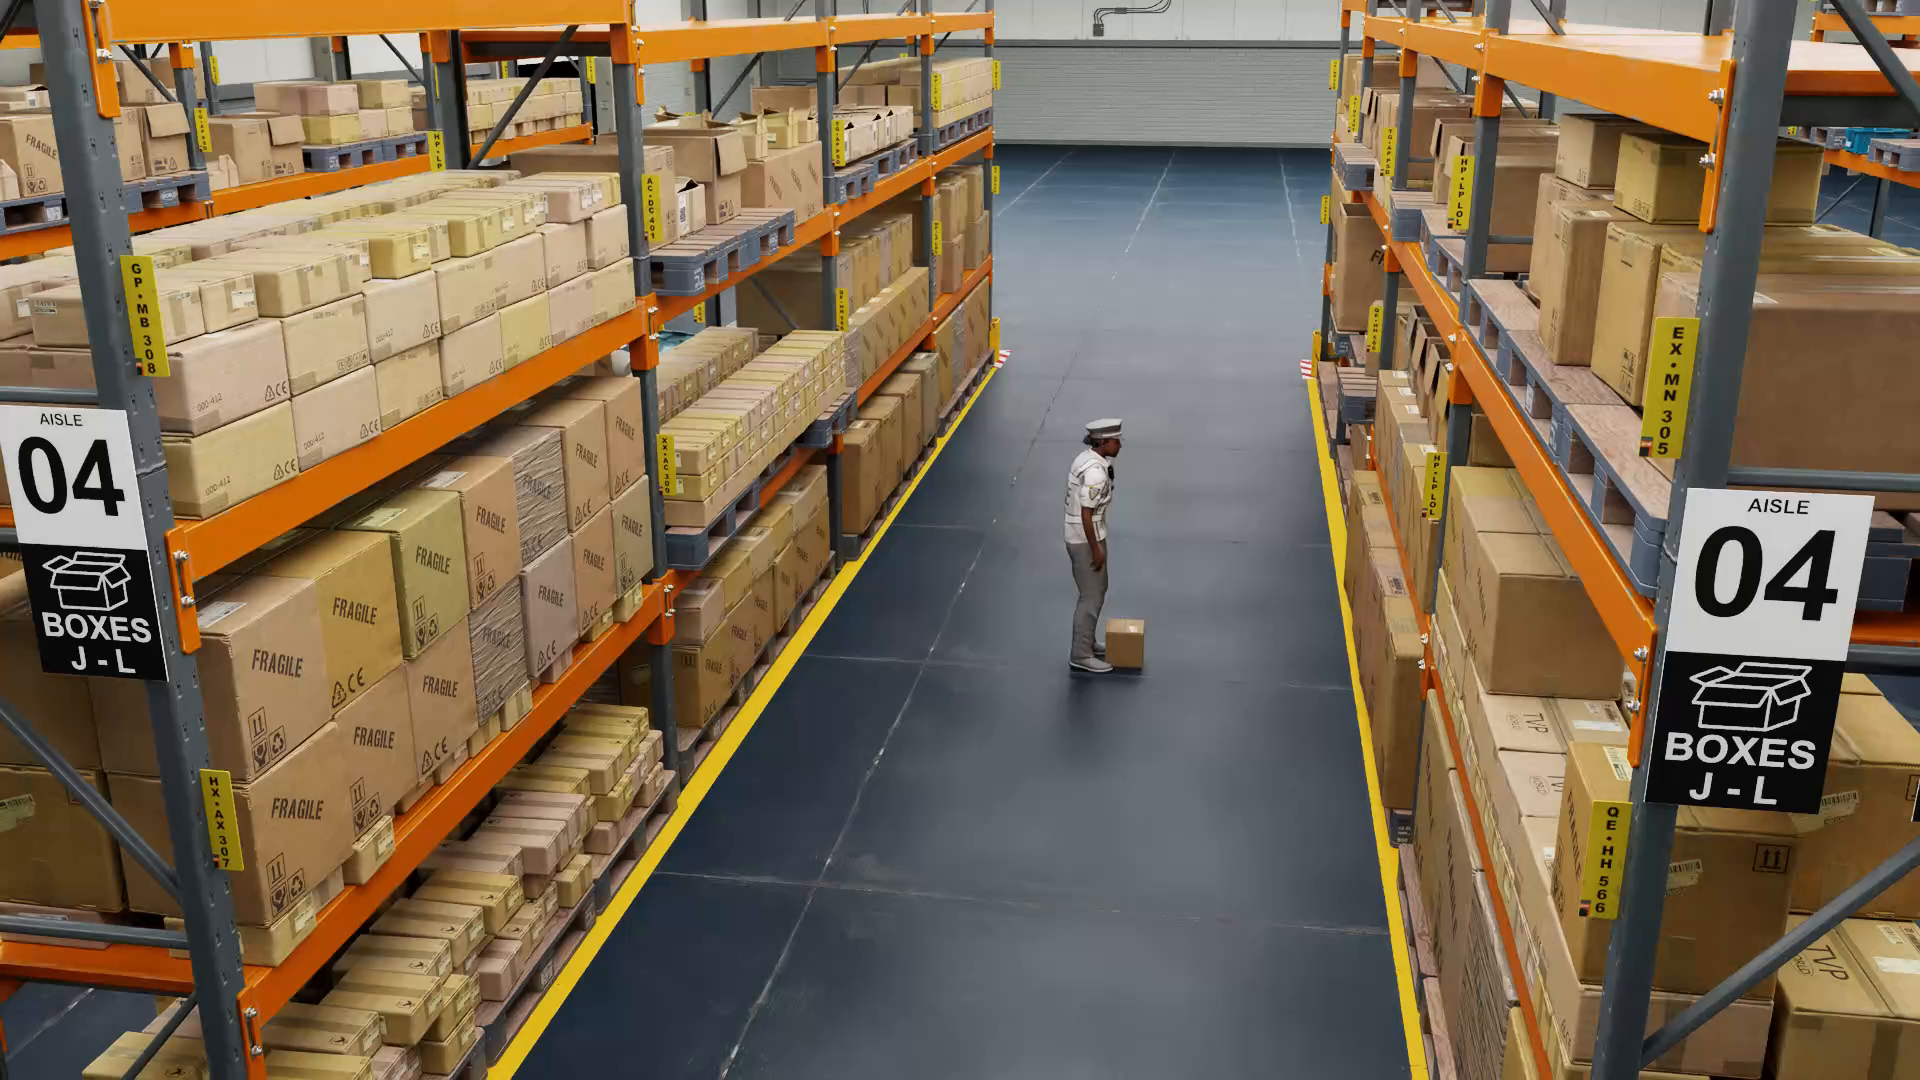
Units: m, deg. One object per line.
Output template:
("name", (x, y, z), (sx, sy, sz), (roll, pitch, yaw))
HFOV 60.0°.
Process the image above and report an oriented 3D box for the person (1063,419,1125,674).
("person", (0.876, 0.014, 11.008), (0.391, 1.661, 0.531), (2, 18, 6))
